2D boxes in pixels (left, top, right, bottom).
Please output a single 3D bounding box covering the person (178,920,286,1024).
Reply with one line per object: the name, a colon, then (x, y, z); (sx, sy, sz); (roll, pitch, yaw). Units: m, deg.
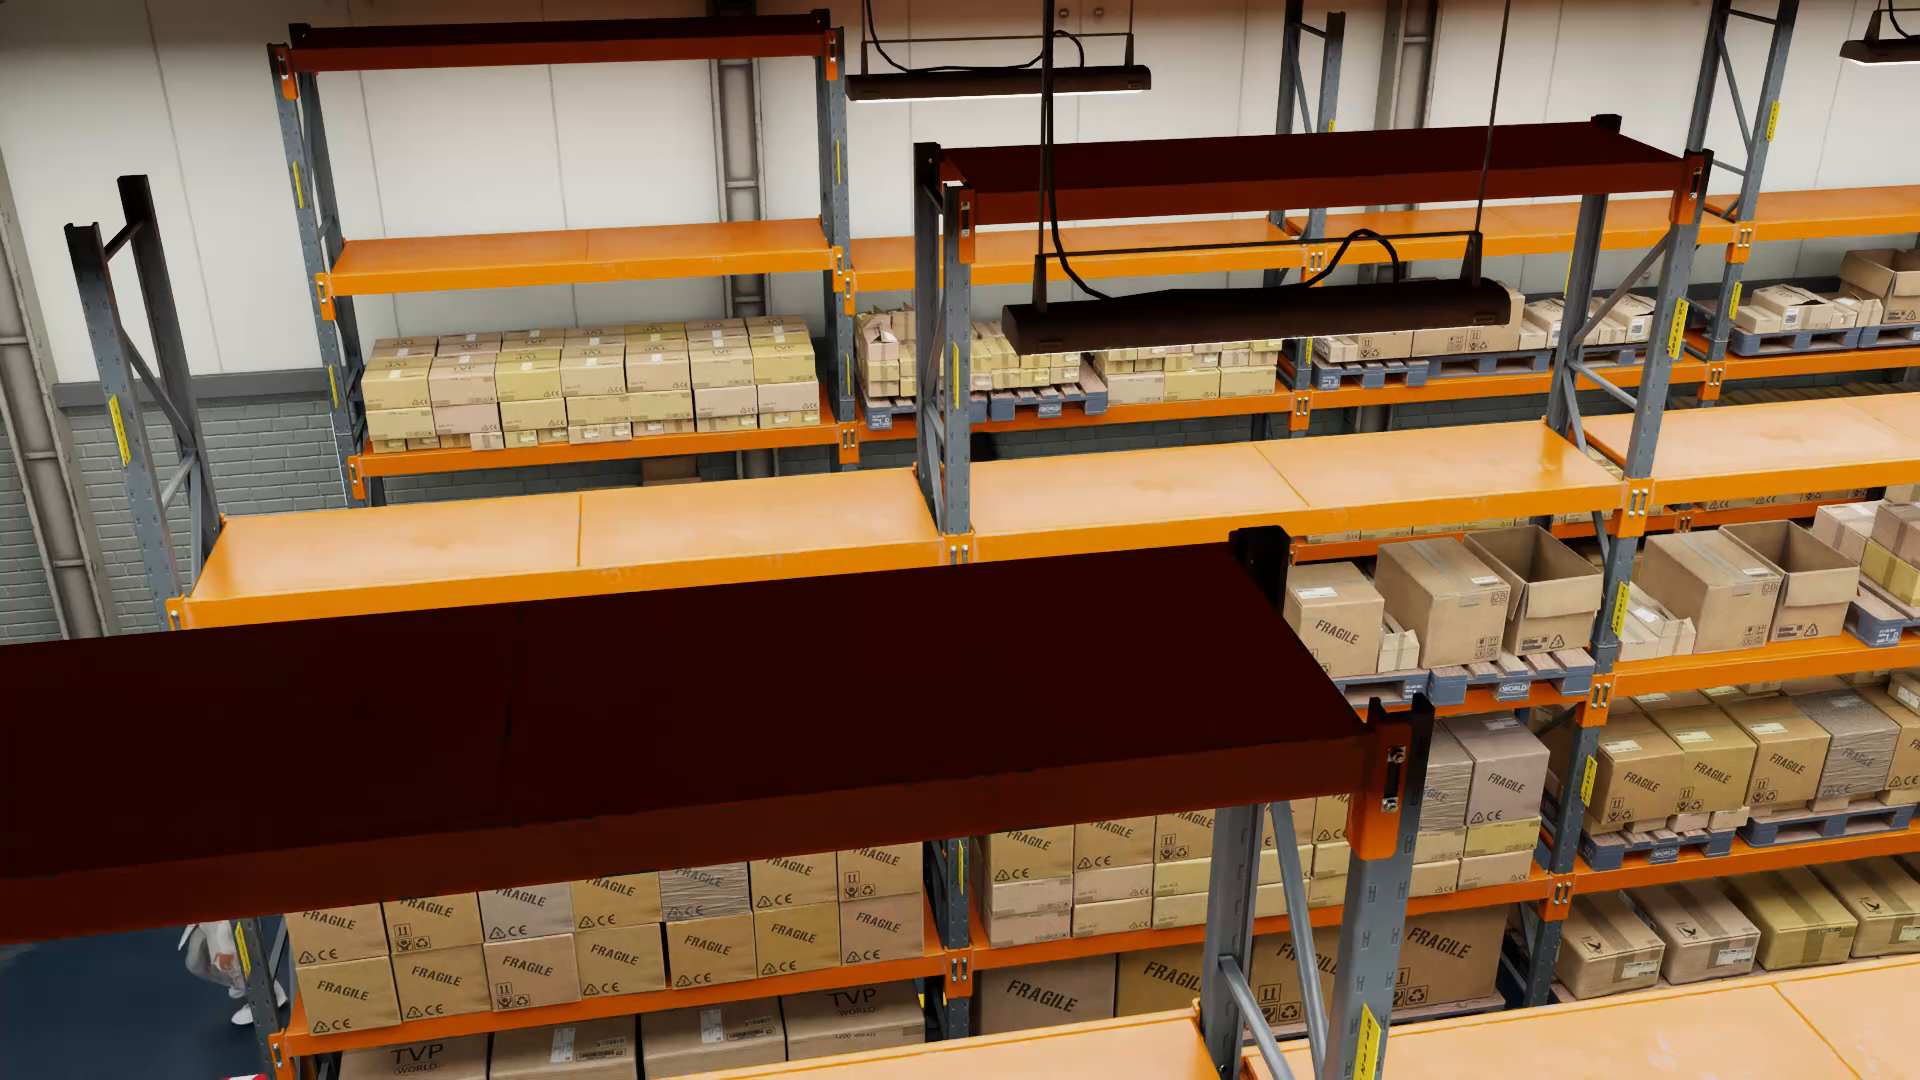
person: (-4.873, 2.527, 11.008); (0.578, 1.735, 0.735); (-22, 33, -37)
